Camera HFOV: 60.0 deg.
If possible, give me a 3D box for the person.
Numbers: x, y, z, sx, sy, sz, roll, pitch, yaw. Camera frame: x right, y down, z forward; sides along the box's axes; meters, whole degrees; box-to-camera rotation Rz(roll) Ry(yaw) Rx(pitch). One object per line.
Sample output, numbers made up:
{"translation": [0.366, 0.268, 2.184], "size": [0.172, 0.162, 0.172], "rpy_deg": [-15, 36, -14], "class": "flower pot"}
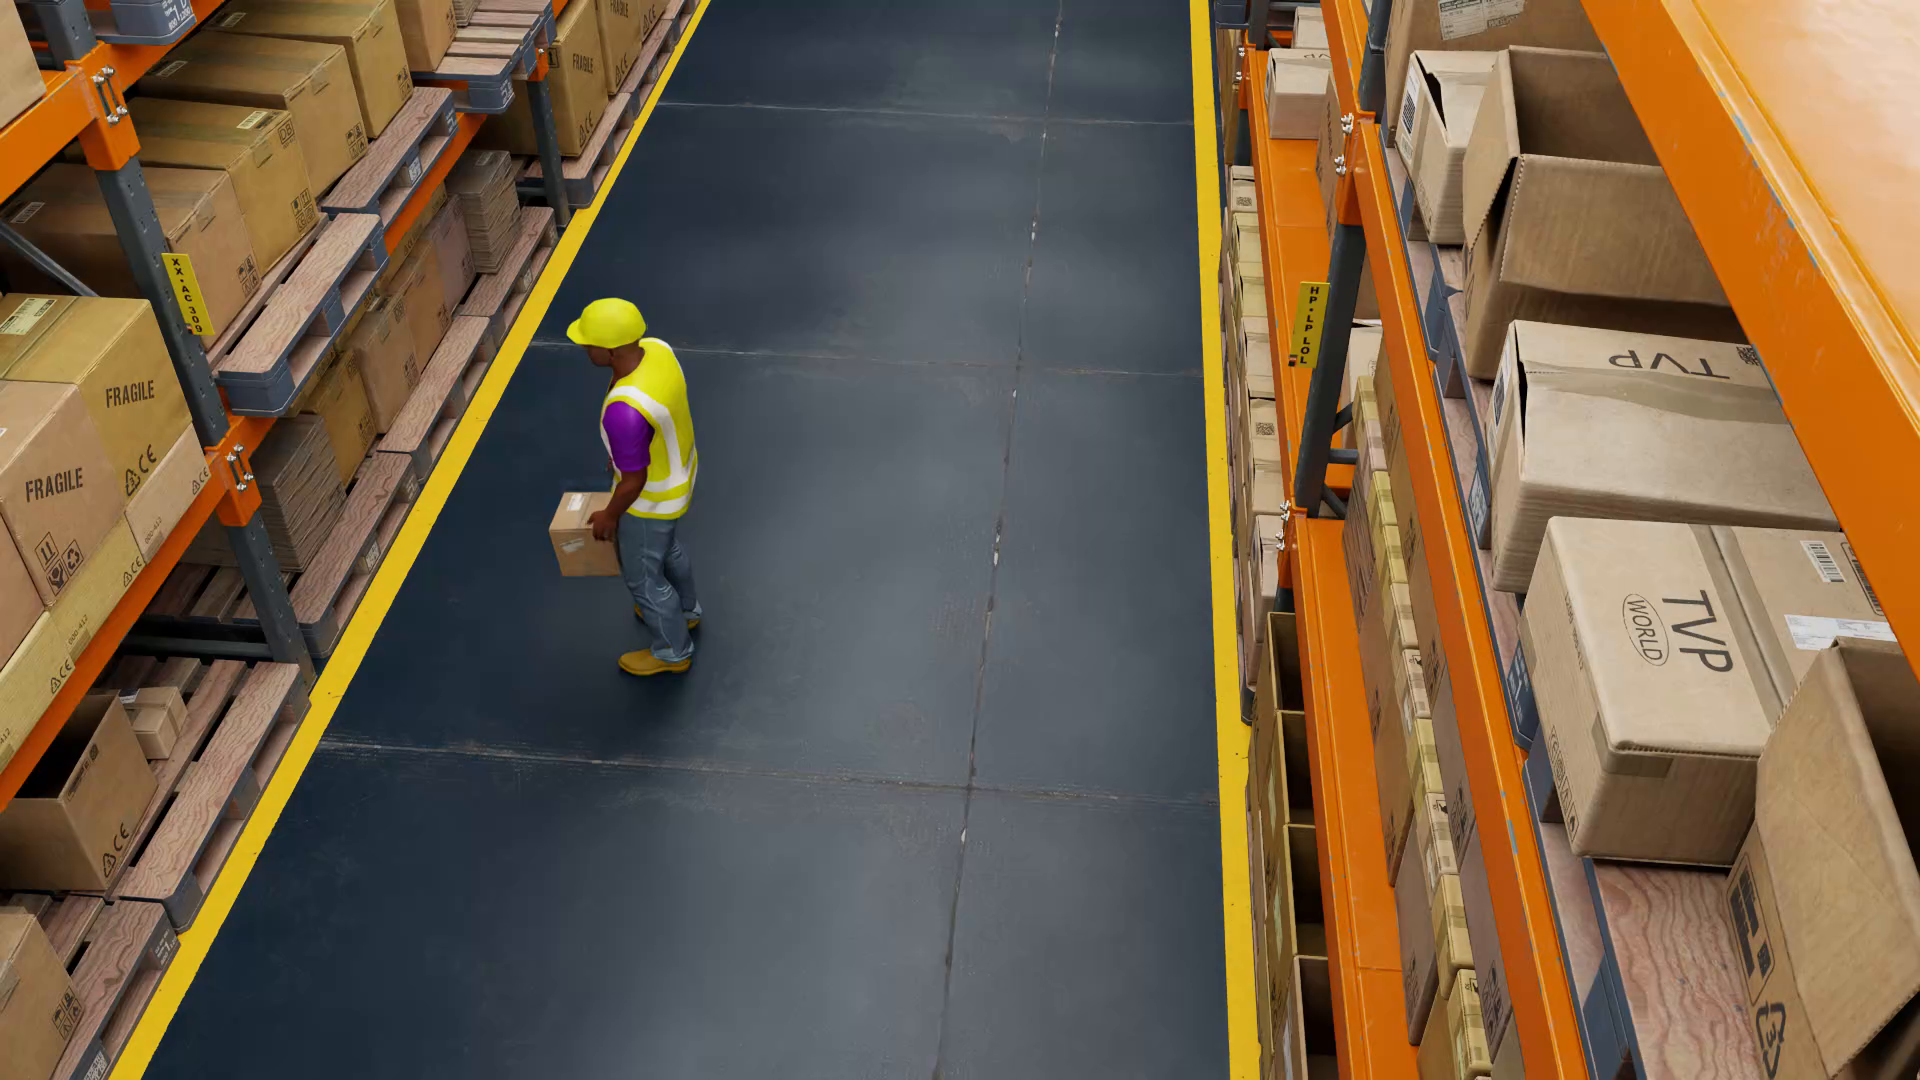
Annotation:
{"translation": [-1.260, -0.208, 6.680], "size": [0.422, 1.766, 0.583], "rpy_deg": [2, 40, 3], "class": "person"}
